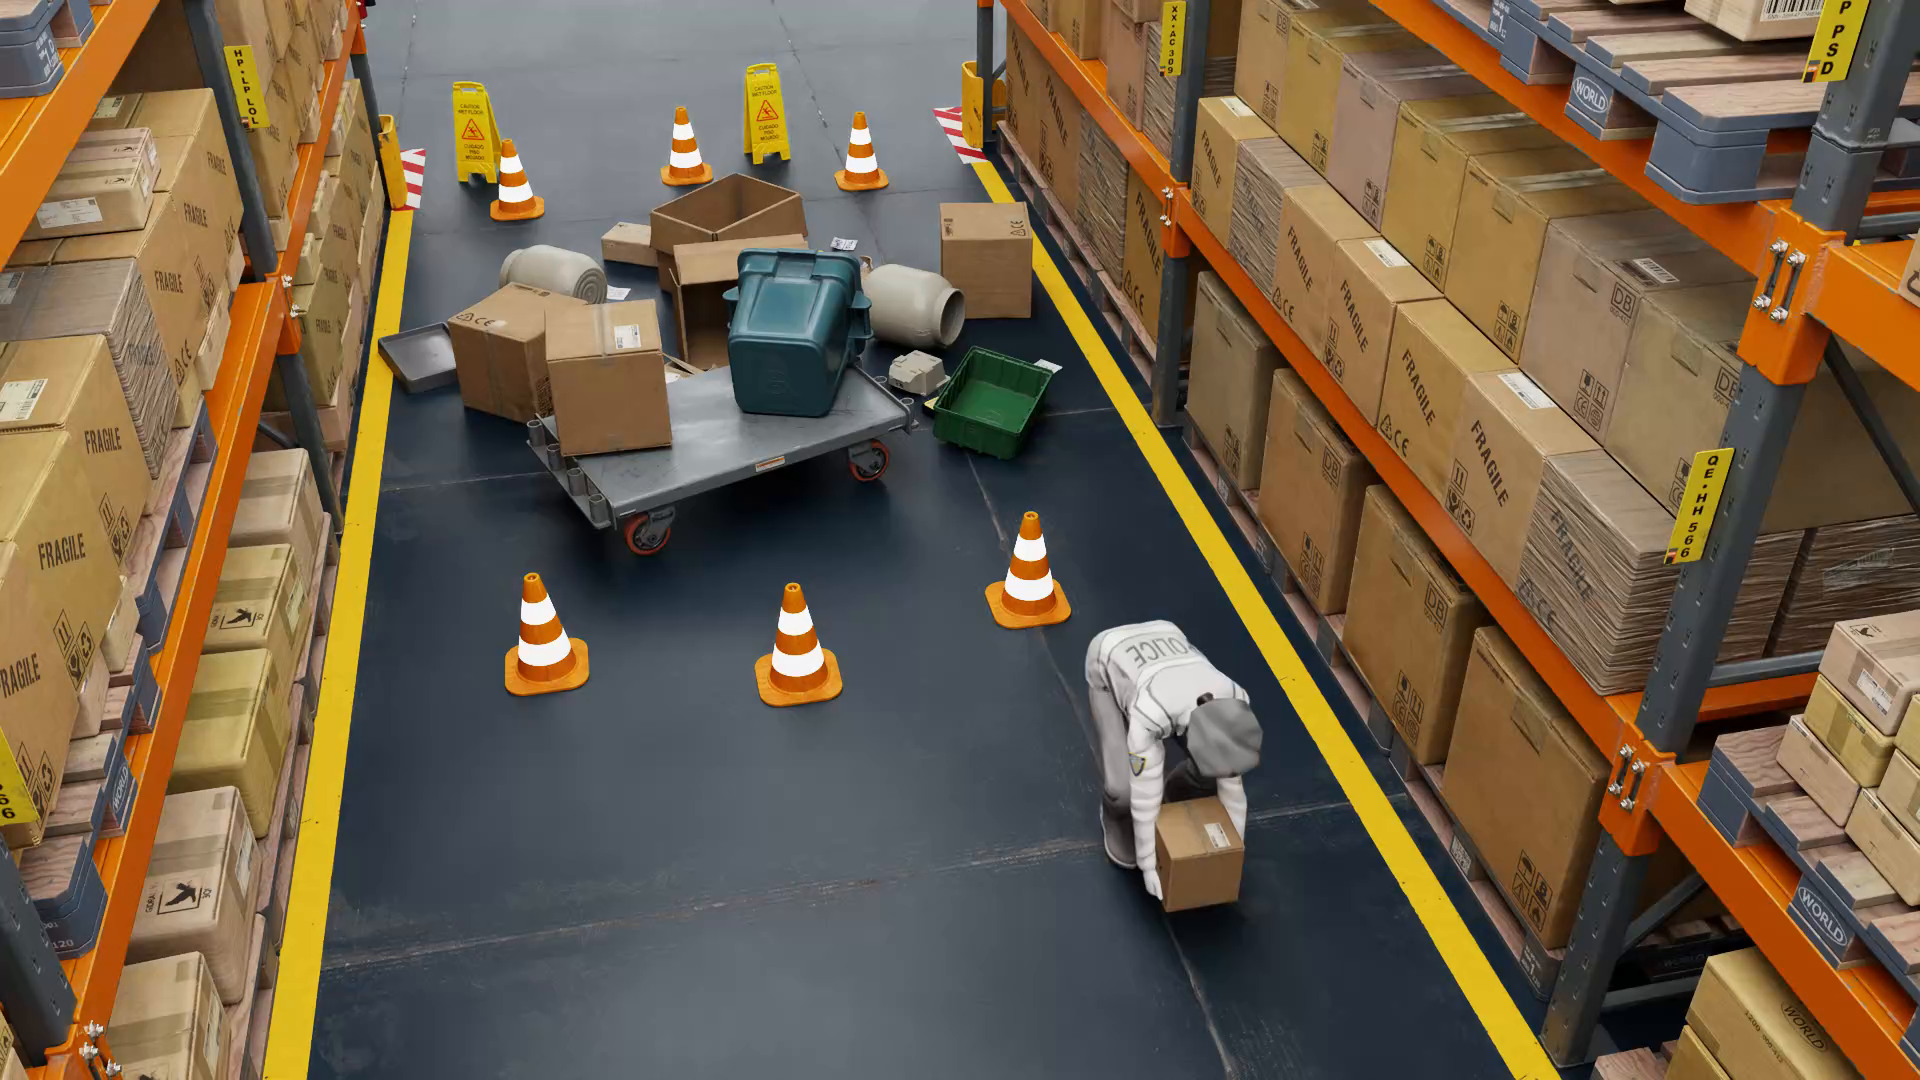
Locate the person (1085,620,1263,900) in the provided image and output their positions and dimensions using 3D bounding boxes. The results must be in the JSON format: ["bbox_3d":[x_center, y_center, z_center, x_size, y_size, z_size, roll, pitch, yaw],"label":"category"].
[{"bbox_3d":[0.718,0.741,5.673,0.462,0.982,0.912,-9,36,-13],"label":"person"}]
